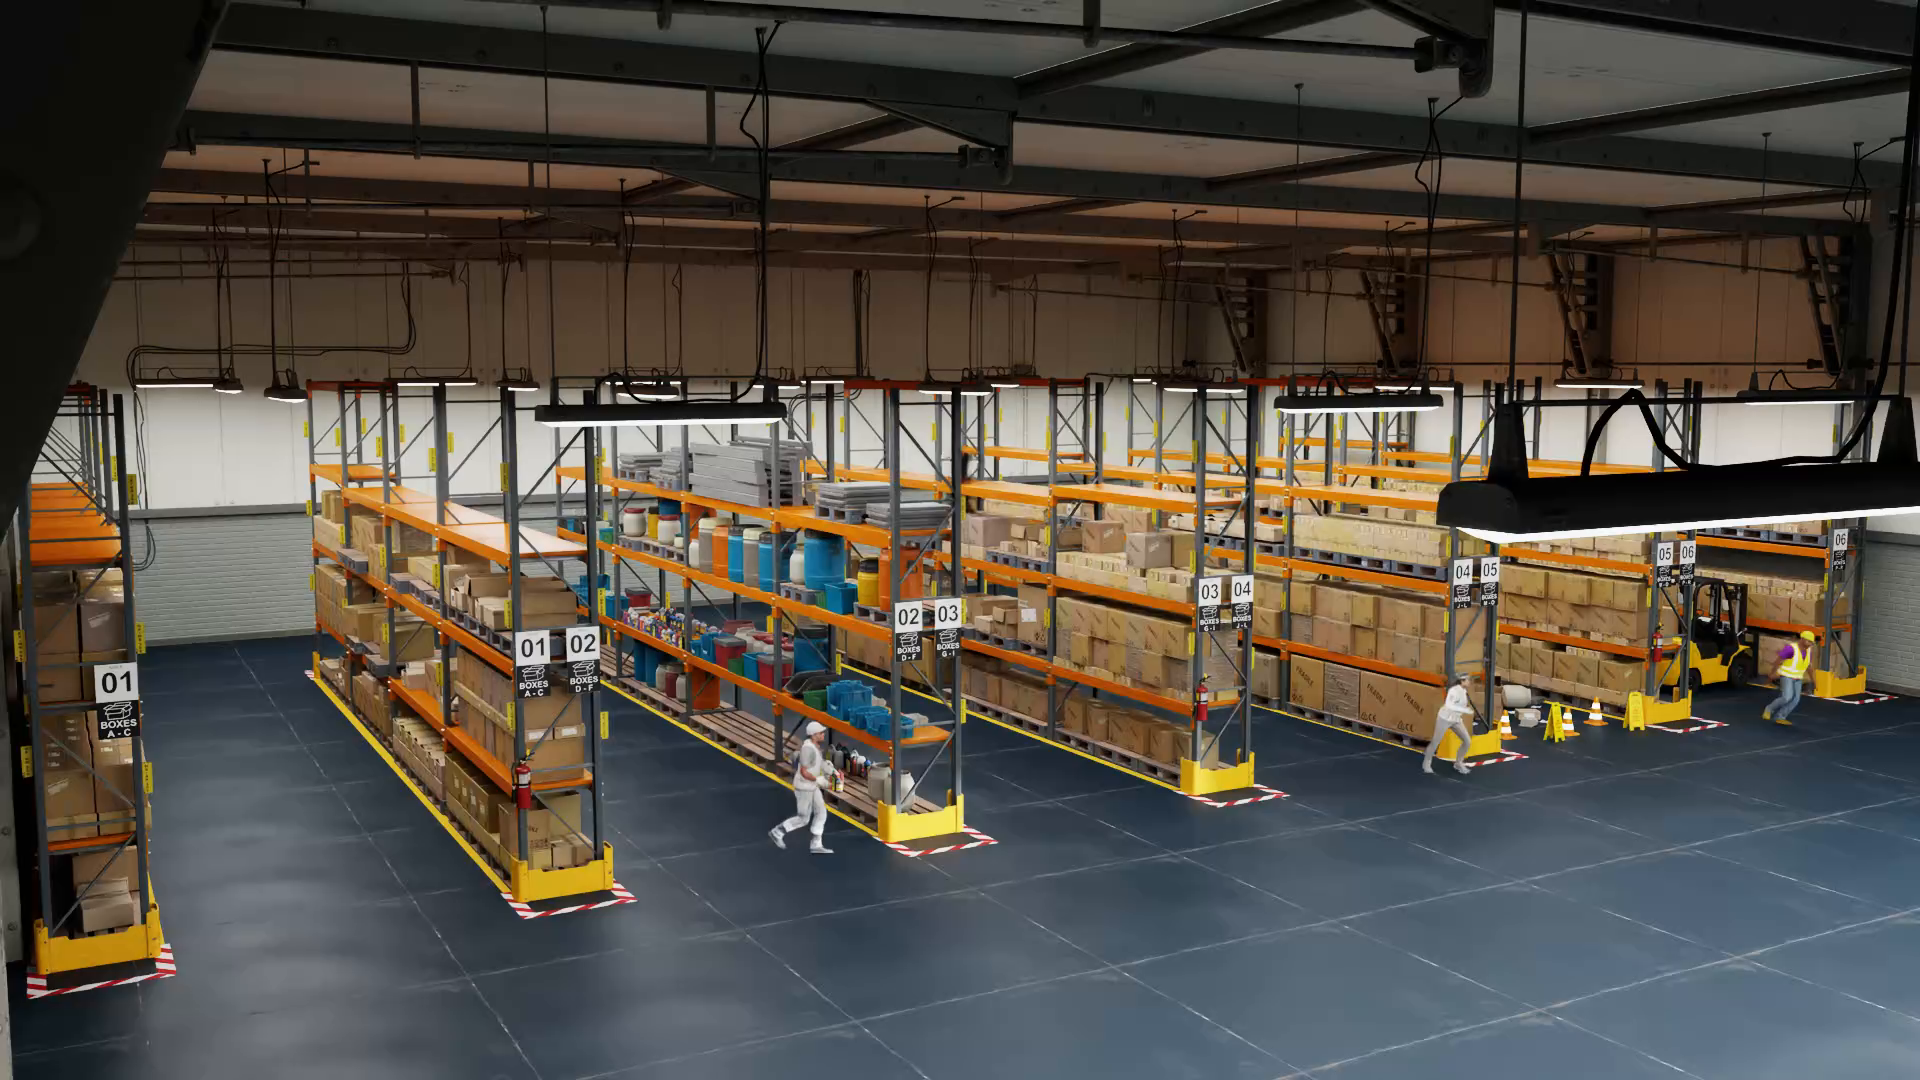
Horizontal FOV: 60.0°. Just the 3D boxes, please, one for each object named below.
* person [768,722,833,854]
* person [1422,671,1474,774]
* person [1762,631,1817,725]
[{"bbox_3d":[-2.052,3.194,21.436,0.854,1.743,0.663,1,6,10],"label":"person"},{"bbox_3d":[7.622,2.813,25.742,0.673,1.608,0.771,-5,8,-39],"label":"person"},{"bbox_3d":[14.524,2.395,29.015,0.795,1.682,0.651,-2,6,-20],"label":"person"}]
